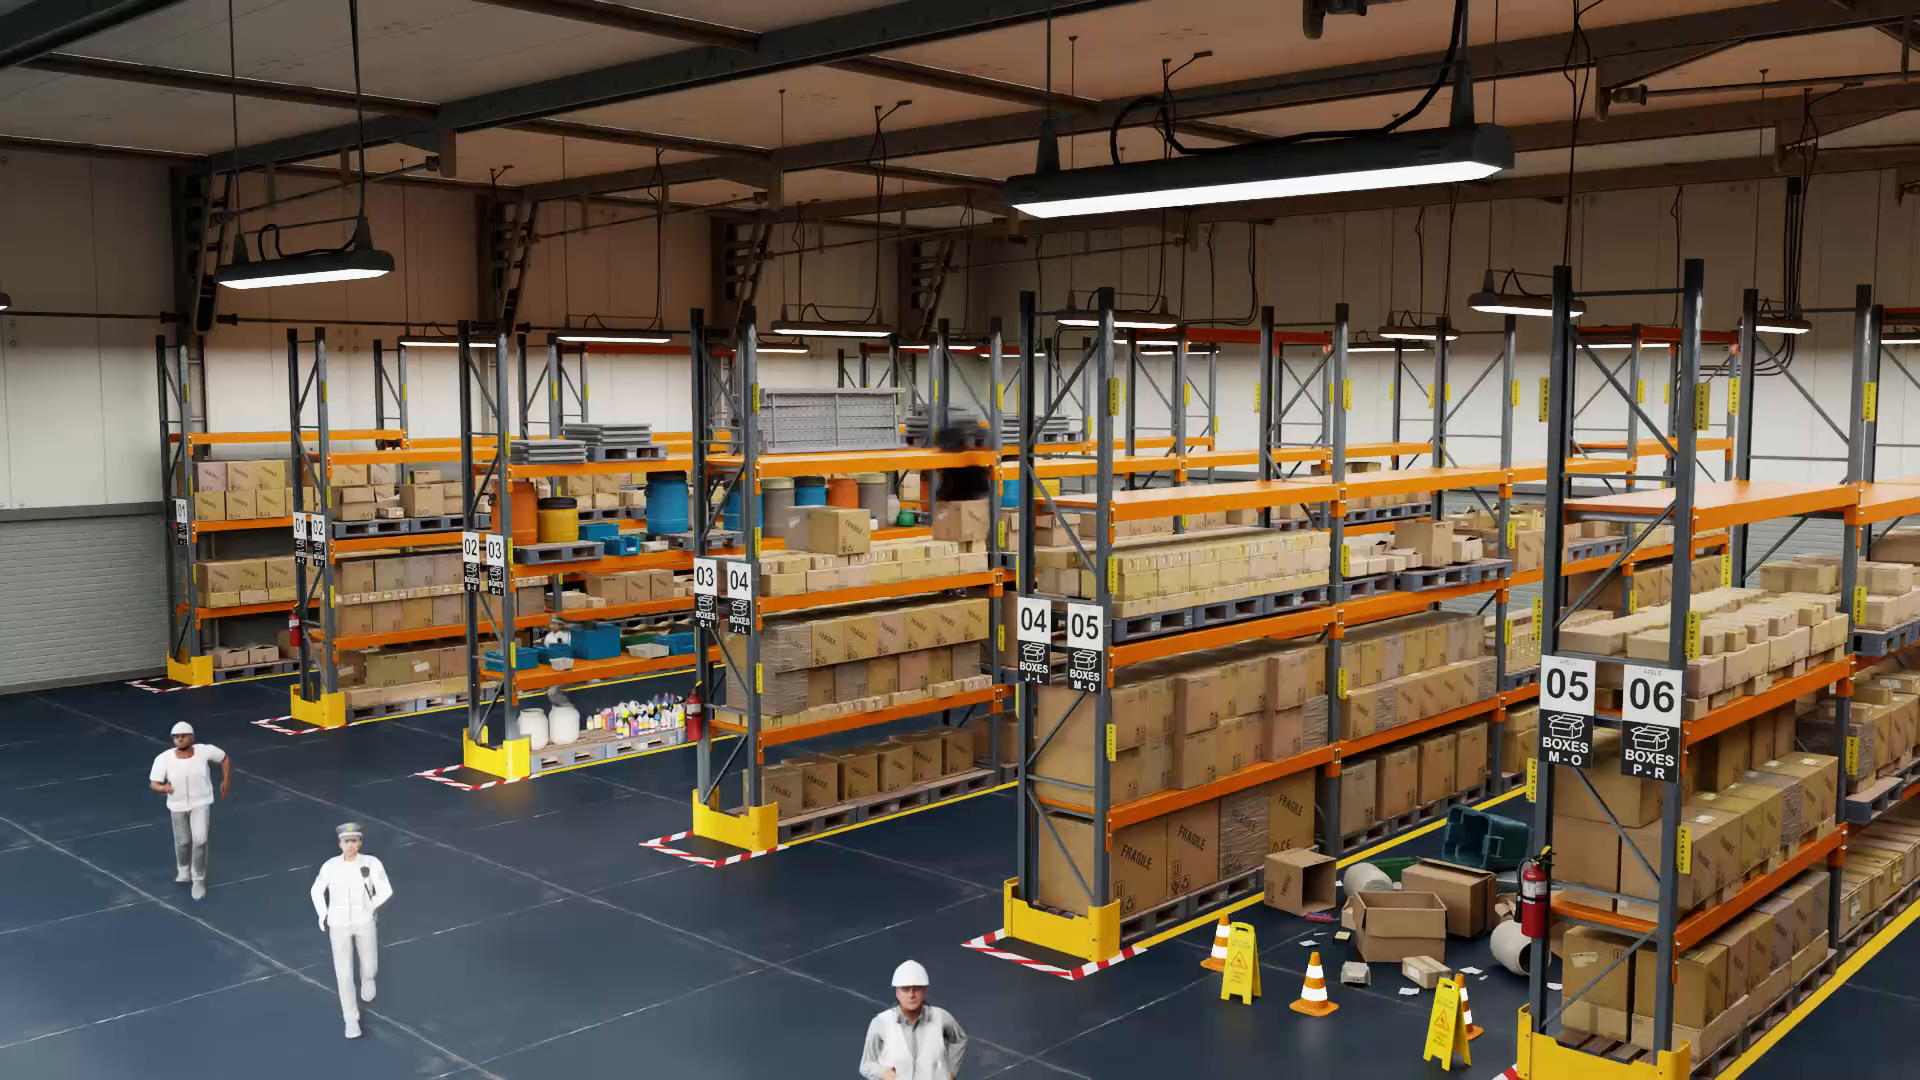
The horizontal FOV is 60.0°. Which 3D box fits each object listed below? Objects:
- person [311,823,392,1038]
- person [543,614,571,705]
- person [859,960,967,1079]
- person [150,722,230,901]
[{"bbox_3d":[-4.889,3.082,13.373,0.625,1.660,0.726,-2,6,-18],"label":"person"},{"bbox_3d":[-6.065,1.977,25.018,0.592,1.734,0.684,4,6,34],"label":"person"},{"bbox_3d":[-0.271,3.375,9.754,0.637,1.814,0.711,0,5,-1],"label":"person"},{"bbox_3d":[-7.779,2.712,16.826,0.710,1.798,0.889,-2,6,-18],"label":"person"}]
